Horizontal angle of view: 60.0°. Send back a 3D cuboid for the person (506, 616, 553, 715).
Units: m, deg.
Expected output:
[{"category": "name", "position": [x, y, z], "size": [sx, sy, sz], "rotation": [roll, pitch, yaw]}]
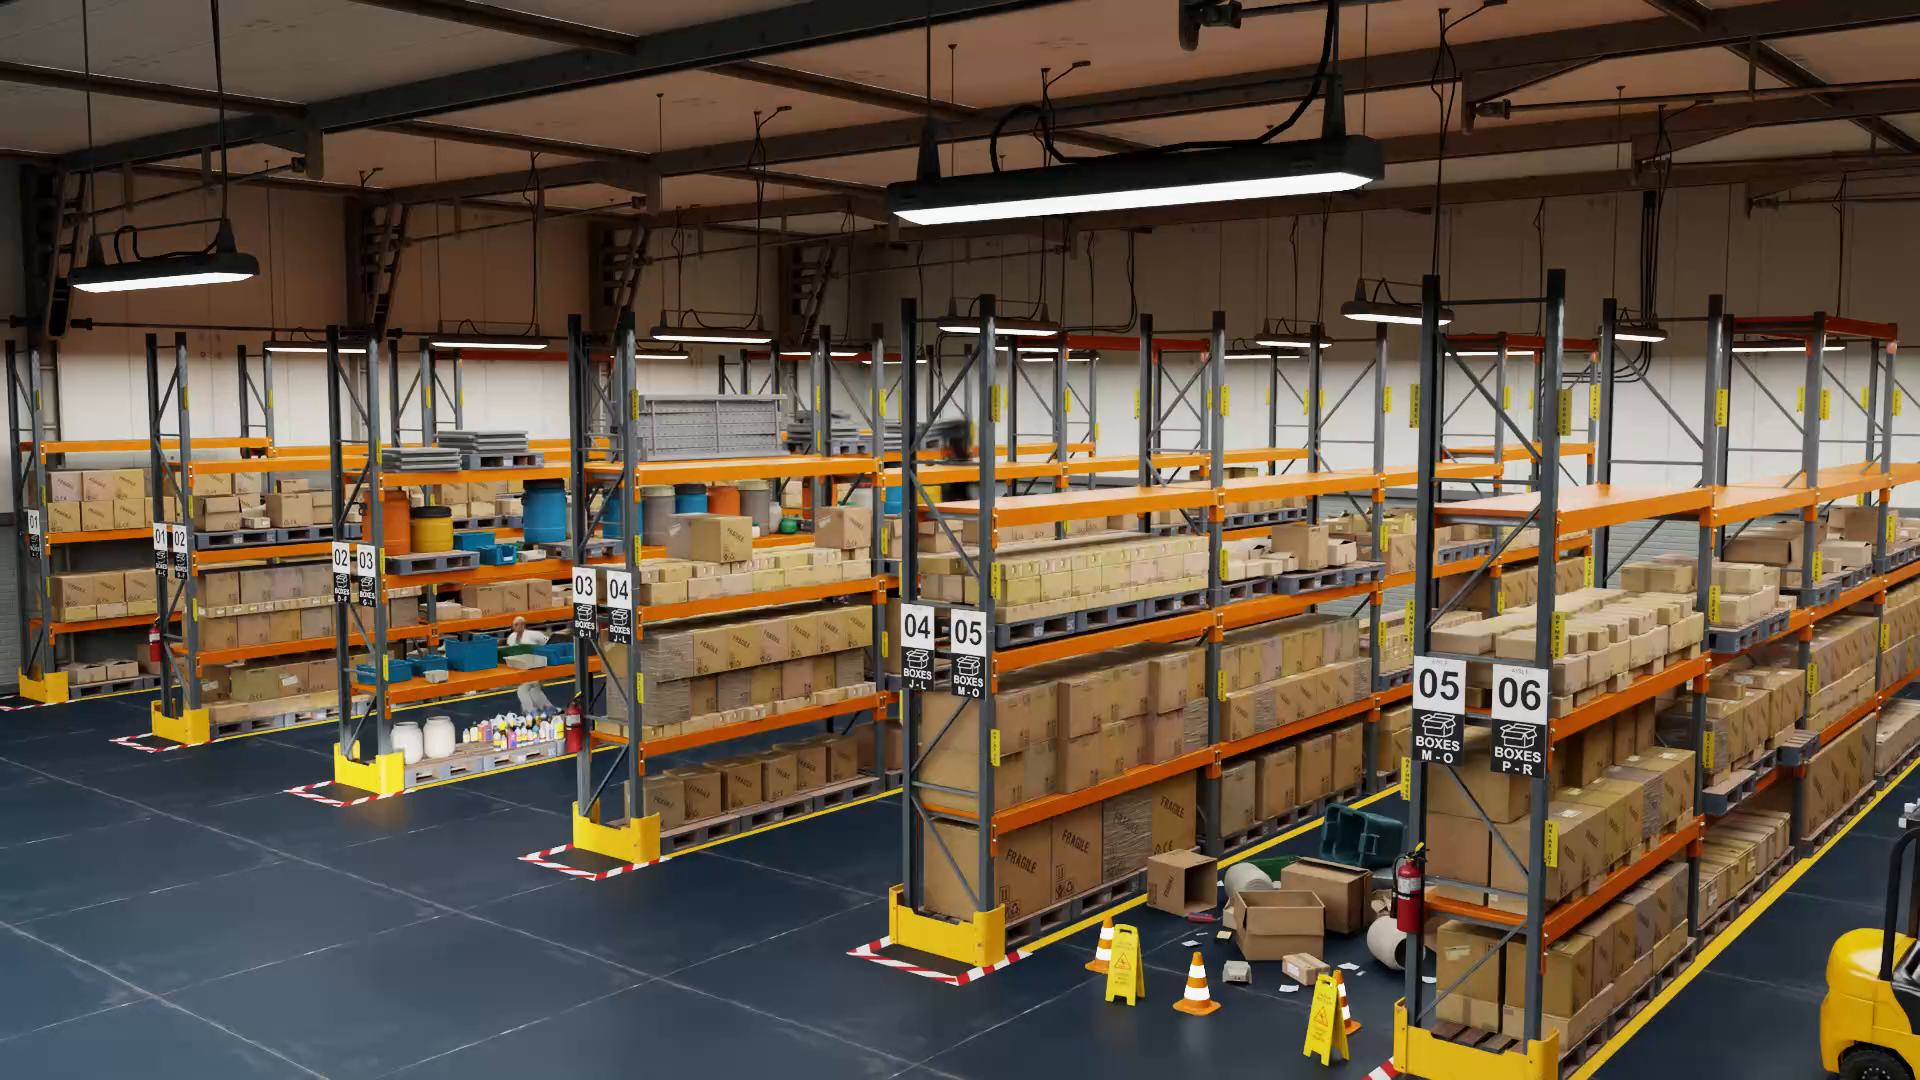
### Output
[{"category": "person", "position": [-6.578, 2.012, 25.397], "size": [0.625, 1.731, 1.037], "rotation": [4, 6, 36]}]
